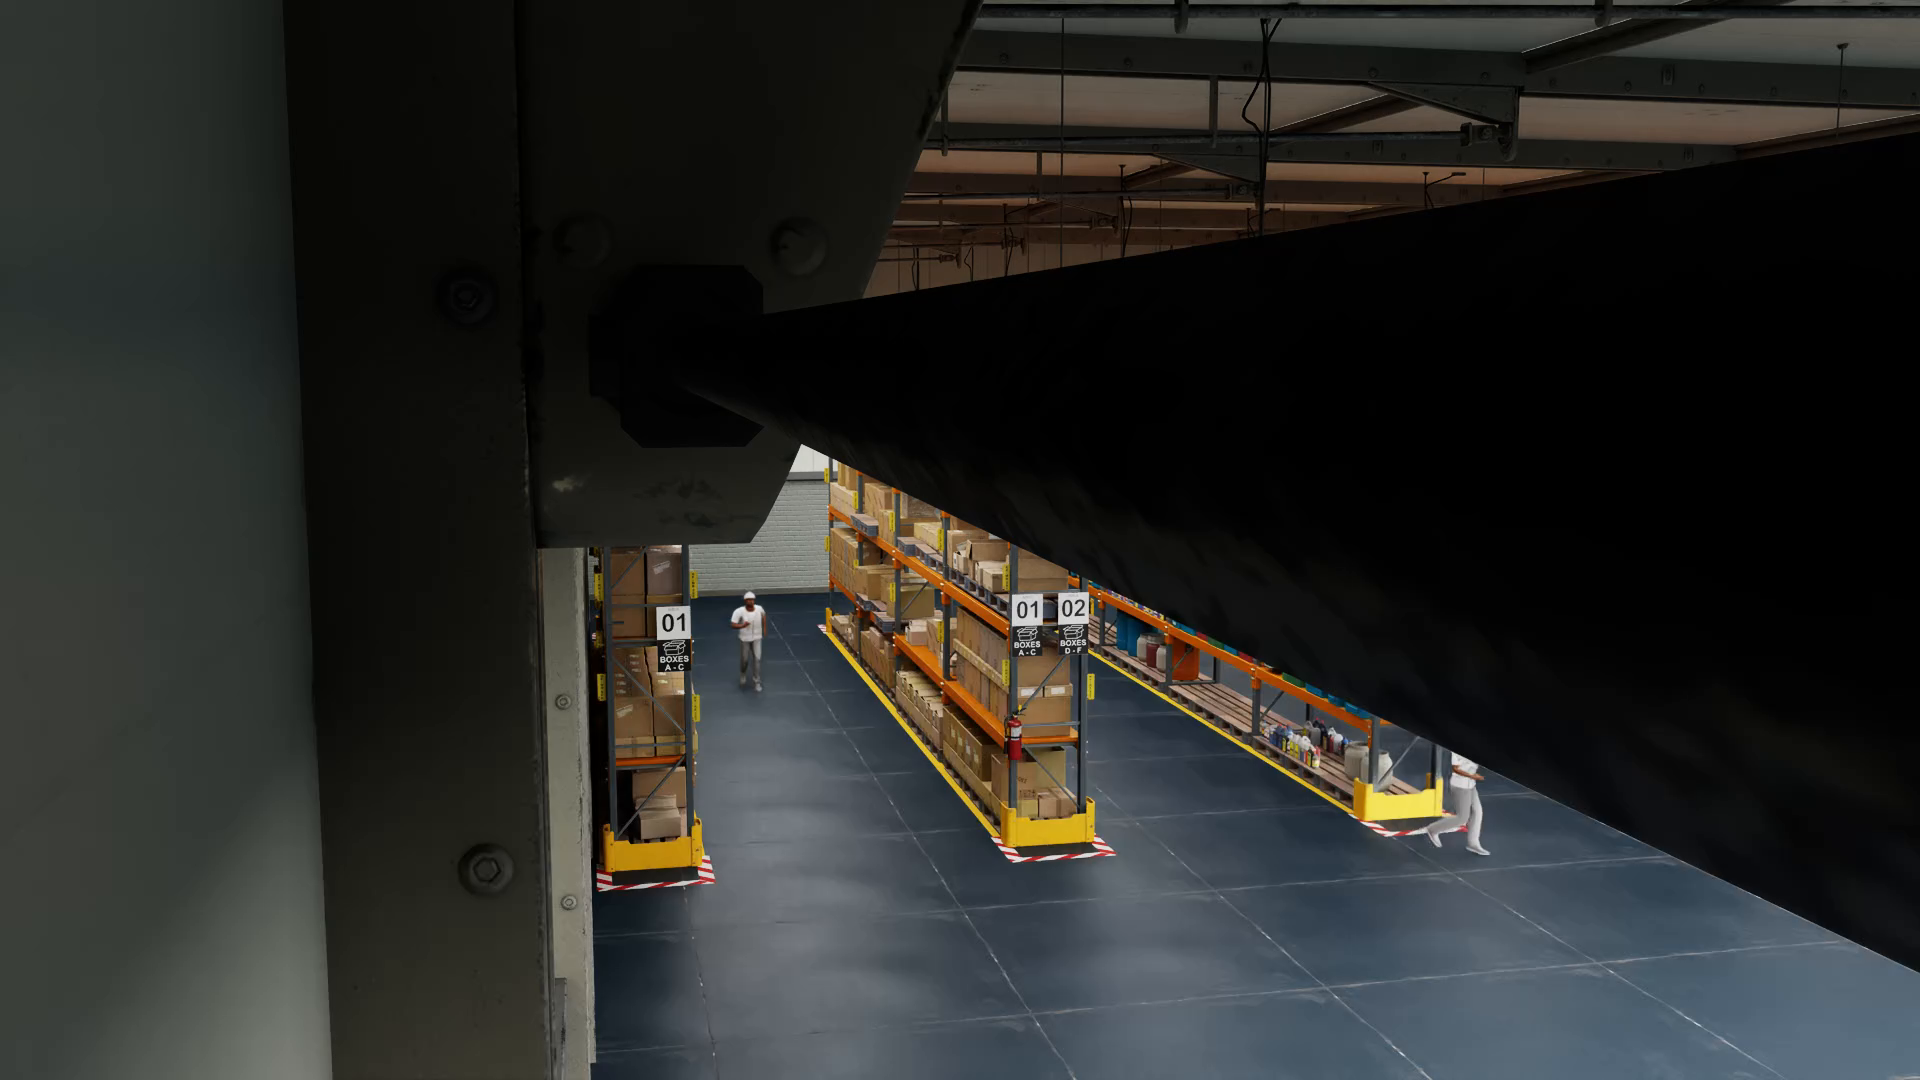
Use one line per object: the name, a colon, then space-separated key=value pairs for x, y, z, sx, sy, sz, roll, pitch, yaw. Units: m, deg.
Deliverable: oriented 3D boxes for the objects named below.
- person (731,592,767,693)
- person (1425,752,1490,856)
person: x=-3.848 y=1.829 z=30.377 sx=0.721 sy=1.792 sz=0.903 roll=-3 pitch=7 yaw=-21
person: x=6.192 y=3.056 z=20.612 sx=0.785 sy=1.707 sz=0.599 roll=3 pitch=7 yaw=24
